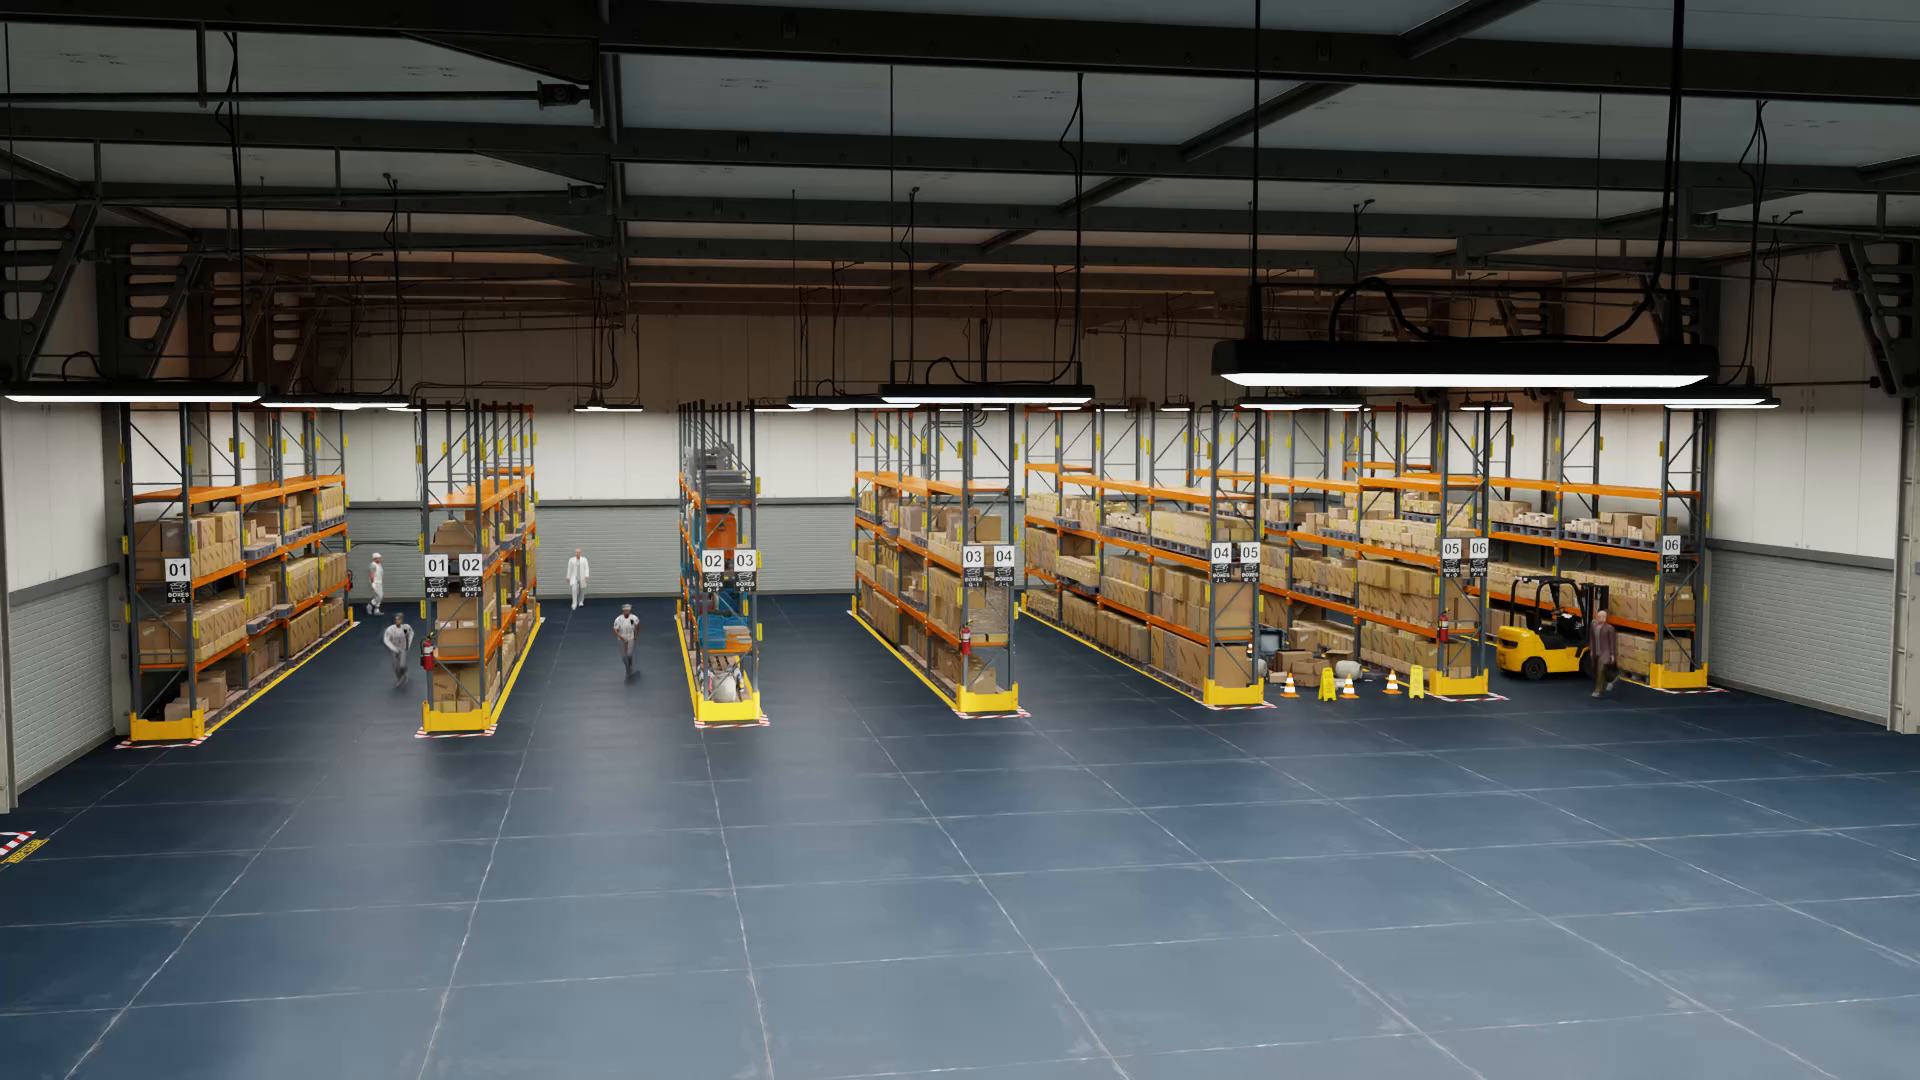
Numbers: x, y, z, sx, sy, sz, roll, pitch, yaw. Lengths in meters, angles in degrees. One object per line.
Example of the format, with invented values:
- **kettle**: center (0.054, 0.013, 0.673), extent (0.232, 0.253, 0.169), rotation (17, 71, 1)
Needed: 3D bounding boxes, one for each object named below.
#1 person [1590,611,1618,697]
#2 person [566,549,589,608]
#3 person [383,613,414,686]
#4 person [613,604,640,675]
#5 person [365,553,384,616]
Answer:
- **person**: center (13.096, 2.294, 33.796), extent (0.984, 1.742, 0.595), rotation (-3, 5, -31)
- **person**: center (-11.288, 1.127, 49.128), extent (0.643, 1.717, 1.114), rotation (-1, 4, -15)
- **person**: center (-11.772, 2.295, 34.889), extent (0.567, 1.594, 0.658), rotation (-1, 4, -12)
- **person**: center (-7.289, 2.177, 36.411), extent (0.533, 1.608, 0.738), rotation (0, 4, -1)
- **person**: center (-16.599, 1.257, 47.137), extent (0.501, 1.789, 0.581), rotation (-1, 4, -10)
